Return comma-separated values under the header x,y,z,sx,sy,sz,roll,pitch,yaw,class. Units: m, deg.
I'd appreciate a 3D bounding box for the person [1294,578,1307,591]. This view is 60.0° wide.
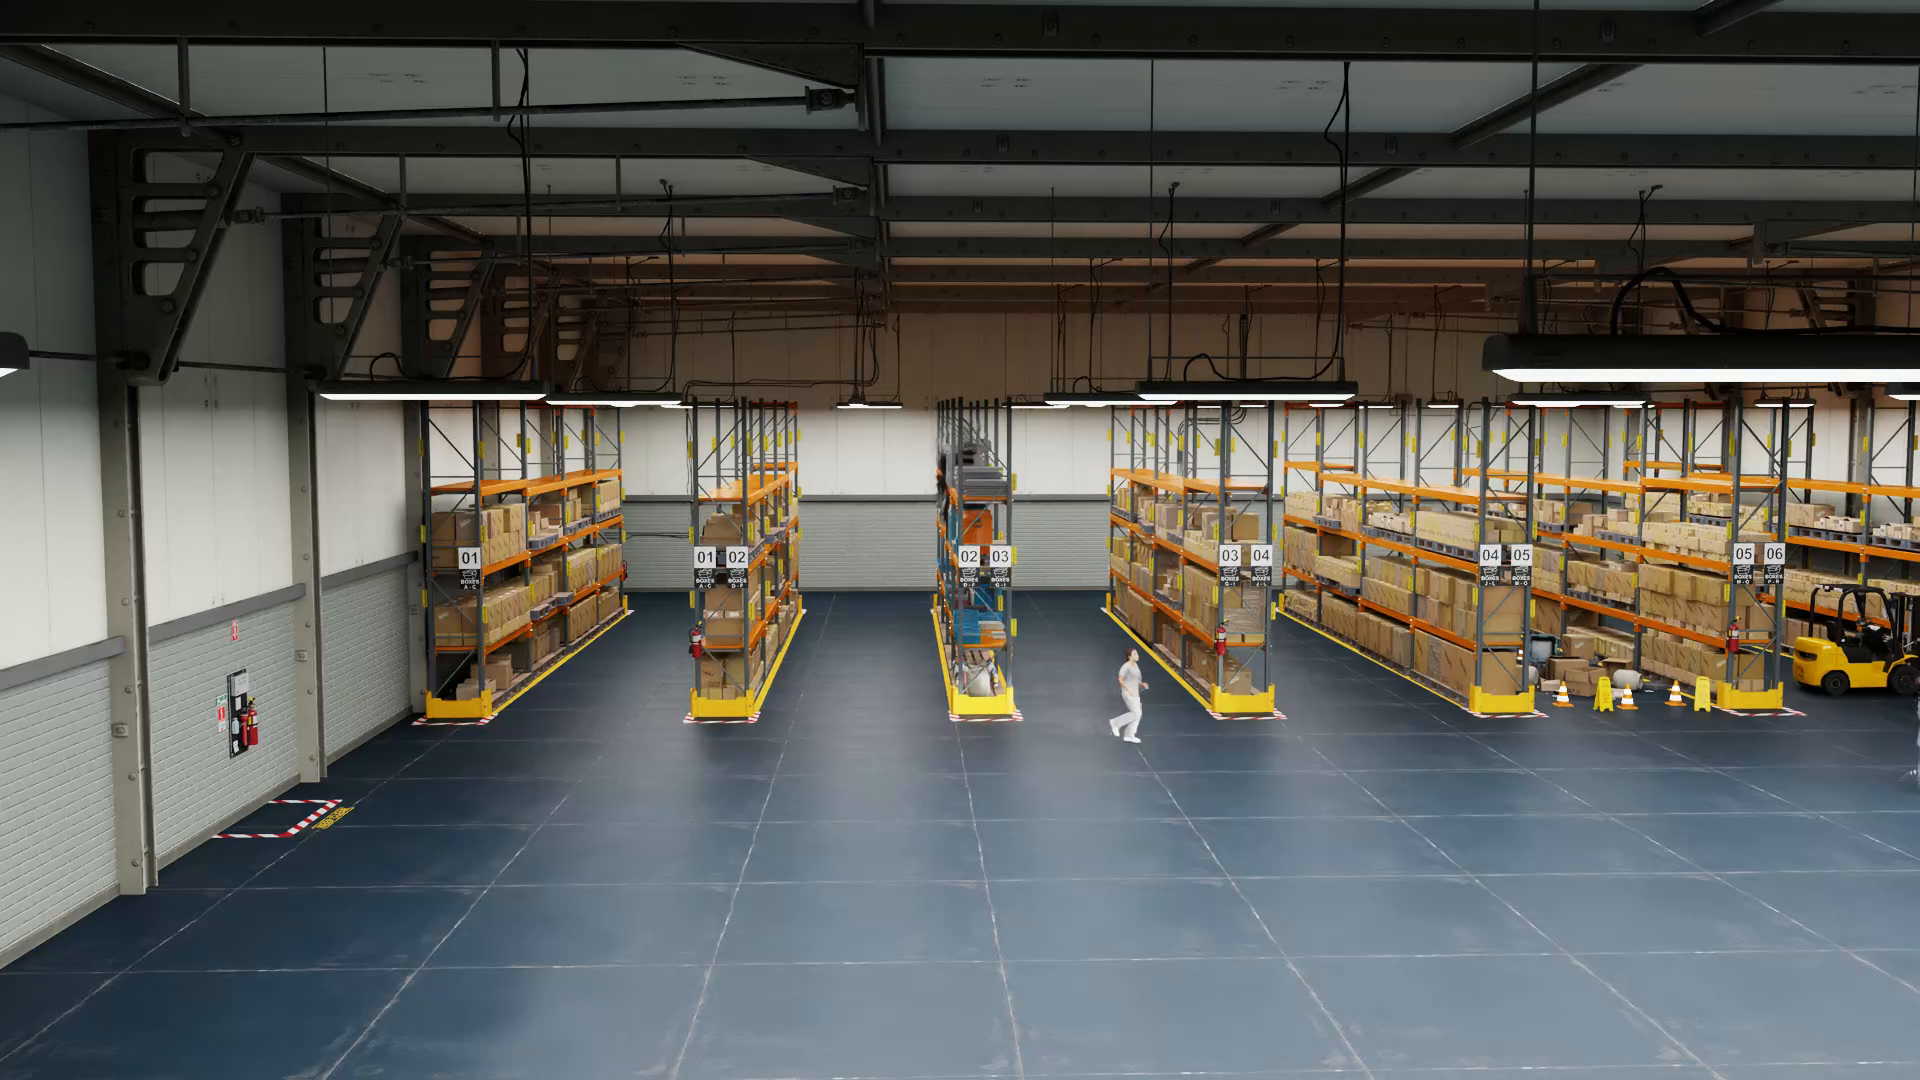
x,y,z,sx,sy,sz,roll,pitch,yaw,class
10.069,1.125,48.952,0.766,1.718,0.567,-1,4,-7,person

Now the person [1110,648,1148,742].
x,y,z,sx,sy,sz,roll,pitch,yaw,class
2.951,2.684,28.903,0.605,1.639,0.560,2,5,29,person
